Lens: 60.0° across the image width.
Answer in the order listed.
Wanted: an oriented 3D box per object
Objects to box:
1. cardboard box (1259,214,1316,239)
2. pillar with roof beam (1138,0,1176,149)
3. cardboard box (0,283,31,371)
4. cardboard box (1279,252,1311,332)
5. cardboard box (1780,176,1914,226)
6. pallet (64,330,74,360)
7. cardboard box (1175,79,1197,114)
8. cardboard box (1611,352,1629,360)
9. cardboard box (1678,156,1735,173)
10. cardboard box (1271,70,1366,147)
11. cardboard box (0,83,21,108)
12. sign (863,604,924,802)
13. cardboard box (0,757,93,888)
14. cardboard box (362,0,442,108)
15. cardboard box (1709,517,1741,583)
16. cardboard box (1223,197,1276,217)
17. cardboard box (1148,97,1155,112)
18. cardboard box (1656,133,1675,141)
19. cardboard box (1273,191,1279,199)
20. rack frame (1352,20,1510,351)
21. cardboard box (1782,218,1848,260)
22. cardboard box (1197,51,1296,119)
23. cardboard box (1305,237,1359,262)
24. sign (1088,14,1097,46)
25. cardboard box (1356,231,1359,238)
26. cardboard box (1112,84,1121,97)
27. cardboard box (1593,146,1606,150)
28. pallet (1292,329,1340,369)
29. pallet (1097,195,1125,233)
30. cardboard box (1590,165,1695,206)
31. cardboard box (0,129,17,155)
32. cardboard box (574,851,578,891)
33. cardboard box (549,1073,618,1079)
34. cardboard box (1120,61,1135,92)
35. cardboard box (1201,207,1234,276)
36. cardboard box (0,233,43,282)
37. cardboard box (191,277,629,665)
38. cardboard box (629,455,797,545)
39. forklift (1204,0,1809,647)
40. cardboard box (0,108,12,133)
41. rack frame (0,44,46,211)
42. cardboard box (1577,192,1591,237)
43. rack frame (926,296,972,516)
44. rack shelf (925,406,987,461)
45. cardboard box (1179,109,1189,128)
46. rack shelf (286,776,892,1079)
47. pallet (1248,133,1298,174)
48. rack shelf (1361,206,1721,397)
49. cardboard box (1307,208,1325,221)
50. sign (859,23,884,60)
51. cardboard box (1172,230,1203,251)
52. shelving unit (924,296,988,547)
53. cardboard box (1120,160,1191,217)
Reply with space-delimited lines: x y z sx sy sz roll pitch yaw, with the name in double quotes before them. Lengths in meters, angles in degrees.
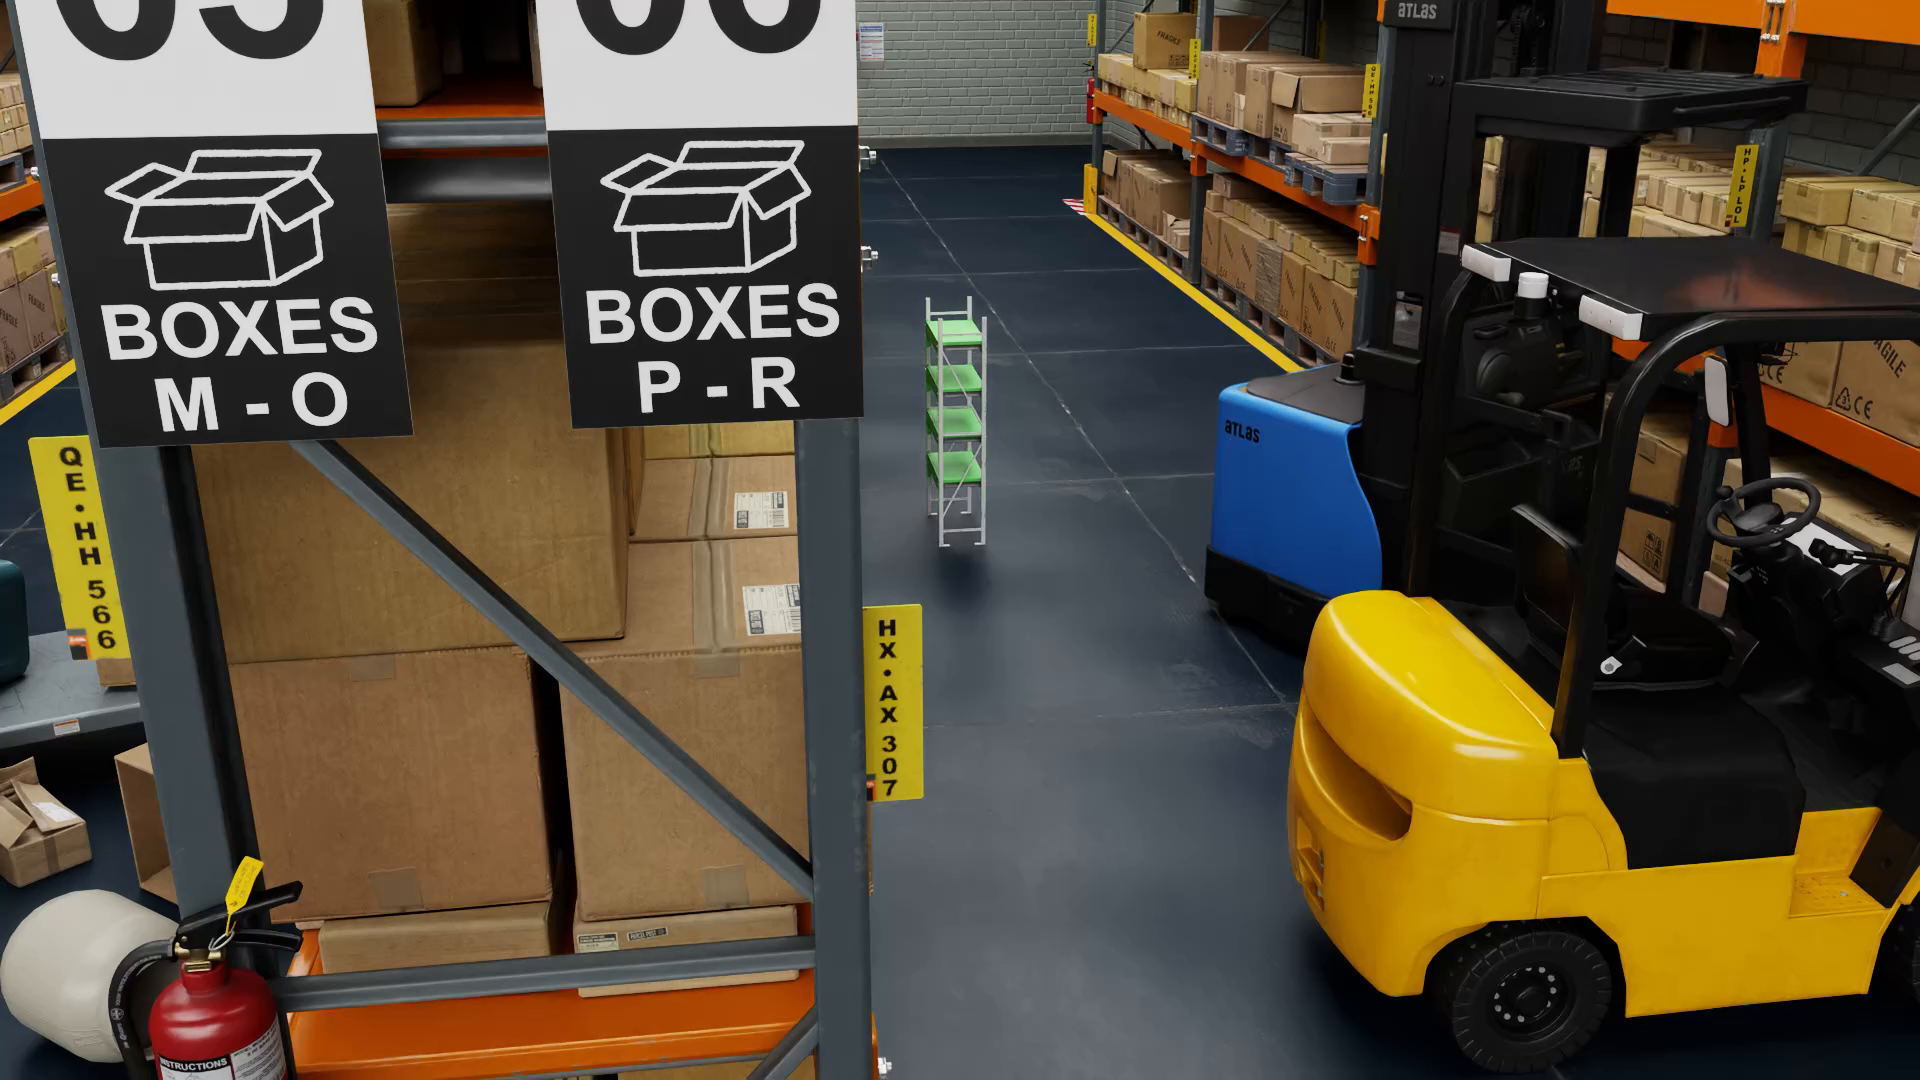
"cardboard box" 2.577 -2.466 13.077 0.380 0.149 0.250 -2 21 -6
"pillar with roof beam" -1.795 -8.680 19.095 9.100 9.000 0.400 -3 21 -8
"cardboard box" -6.684 -1.437 11.248 0.500 0.500 0.500 -3 21 -9
"cardboard box" 2.701 -1.854 12.366 0.500 0.500 0.500 -2 21 -5
"cardboard box" 3.444 -1.318 6.462 0.380 0.149 0.250 -2 21 -7
"pallet" -7.143 -1.611 12.727 1.003 0.211 1.213 -3 21 -8
"cardboard box" 2.223 -3.956 14.810 0.500 0.250 0.500 -2 21 -6
"cardboard box" 3.390 -0.747 9.222 0.875 0.625 0.625 -4 21 -10
"cardboard box" 3.763 -1.793 8.160 0.380 0.149 0.250 -3 21 -8
"cardboard box" 2.697 -3.139 12.085 0.797 0.503 0.637 -3 21 -9
"cardboard box" -6.893 -3.142 11.749 0.380 0.149 0.250 -3 21 -8
"sign" -0.106 0.251 2.521 0.100 0.325 0.005 -3 21 -8
"cardboard box" -3.226 0.970 5.740 0.396 0.266 0.258 17 27 39
"cardboard box" -0.971 -0.713 2.411 0.380 0.149 0.250 -3 21 -8
"cardboard box" 3.456 0.087 6.811 0.500 0.250 0.500 -3 21 -8
"cardboard box" 2.443 -2.823 14.032 0.380 0.149 0.250 -3 21 -9
"cardboard box" 2.038 -4.238 16.135 0.380 0.149 0.250 -3 21 -8
"cardboard box" 3.671 -2.150 9.117 0.380 0.149 0.250 -3 21 -9
"cardboard box" 2.877 -2.940 14.345 0.380 0.149 0.250 -4 21 -10
"rack frame" 3.115 -2.338 10.689 1.000 3.000 0.127 -3 21 -8
"cardboard box" 3.477 -1.180 6.519 0.380 0.149 0.250 -3 21 -9
"cardboard box" 2.387 -3.788 13.827 0.700 0.500 0.500 -2 21 -6
"cardboard box" 2.736 -2.106 12.112 0.380 0.149 0.250 -2 21 -6
"sign" 1.425 -5.486 17.880 0.100 0.325 0.005 -3 21 -8
"cardboard box" 3.188 -2.226 12.434 0.380 0.149 0.250 -3 21 -9
"cardboard box" 1.820 -4.777 17.577 0.380 0.149 0.250 -2 21 -6
"cardboard box" 3.199 -2.032 8.799 0.380 0.149 0.250 -3 21 -8
"pallet" 3.045 -1.292 11.874 1.003 0.211 1.213 -3 21 -8
"pallet" 2.088 -3.499 17.783 1.003 0.211 1.213 -3 21 -8
"cardboard box" 3.215 -1.671 7.833 0.380 0.149 0.250 -4 21 -9
"cardboard box" -6.850 -2.779 11.628 0.380 0.149 0.250 -4 21 -10
"cardboard box" -0.538 0.587 3.218 0.380 0.149 0.250 -3 21 -7
"cardboard box" -1.017 1.159 3.583 0.500 0.500 0.500 -3 21 -7
"cardboard box" 1.910 -4.656 16.685 0.500 0.250 0.500 -3 21 -9
"cardboard box" 2.385 -2.570 14.282 0.500 0.500 0.500 -2 21 -5
"cardboard box" -6.748 -1.958 11.571 0.500 0.250 0.500 -4 21 -10
"cardboard box" -0.933 -0.137 2.798 0.700 0.500 0.500 -3 21 -9
"cardboard box" -0.515 0.140 3.486 0.500 0.500 0.500 -2 21 -6
"forklift" 2.424 -0.737 6.501 1.130 2.935 3.031 -14 25 -33
"cardboard box" -6.852 -2.915 11.568 0.380 0.149 0.250 -4 21 -11
"rack frame" -7.257 -3.187 12.961 1.000 3.000 0.127 -3 21 -8
"cardboard box" 3.218 -1.629 8.291 0.500 0.250 0.500 -3 21 -7
"rack frame" -0.059 -0.704 8.886 0.240 1.200 0.015 -3 21 -8
"rack shelf" -0.024 -0.560 8.682 0.258 0.148 0.480 -3 21 -8
"cardboard box" 2.183 -3.792 14.941 0.380 0.149 0.250 -2 21 -6
"rack shelf" -0.932 0.328 4.579 1.077 0.370 4.000 -3 21 -8
"pallet" 2.830 -2.921 12.524 1.003 0.211 1.213 -3 21 -8
"rack shelf" 3.403 -1.308 8.960 1.077 0.370 4.000 -3 21 -8
"cardboard box" 3.013 -2.580 13.381 0.380 0.149 0.250 -2 21 -6
"sign" -1.227 -6.915 23.079 0.329 0.494 0.001 -3 21 -8
"cardboard box" 2.167 -2.762 15.299 0.380 0.149 0.250 -4 21 -9
"shelving unit" -0.024 -0.619 8.660 0.258 1.200 0.503 -3 21 -8
"cardboard box" 2.041 -3.619 17.091 0.700 0.500 0.500 -2 21 -6
